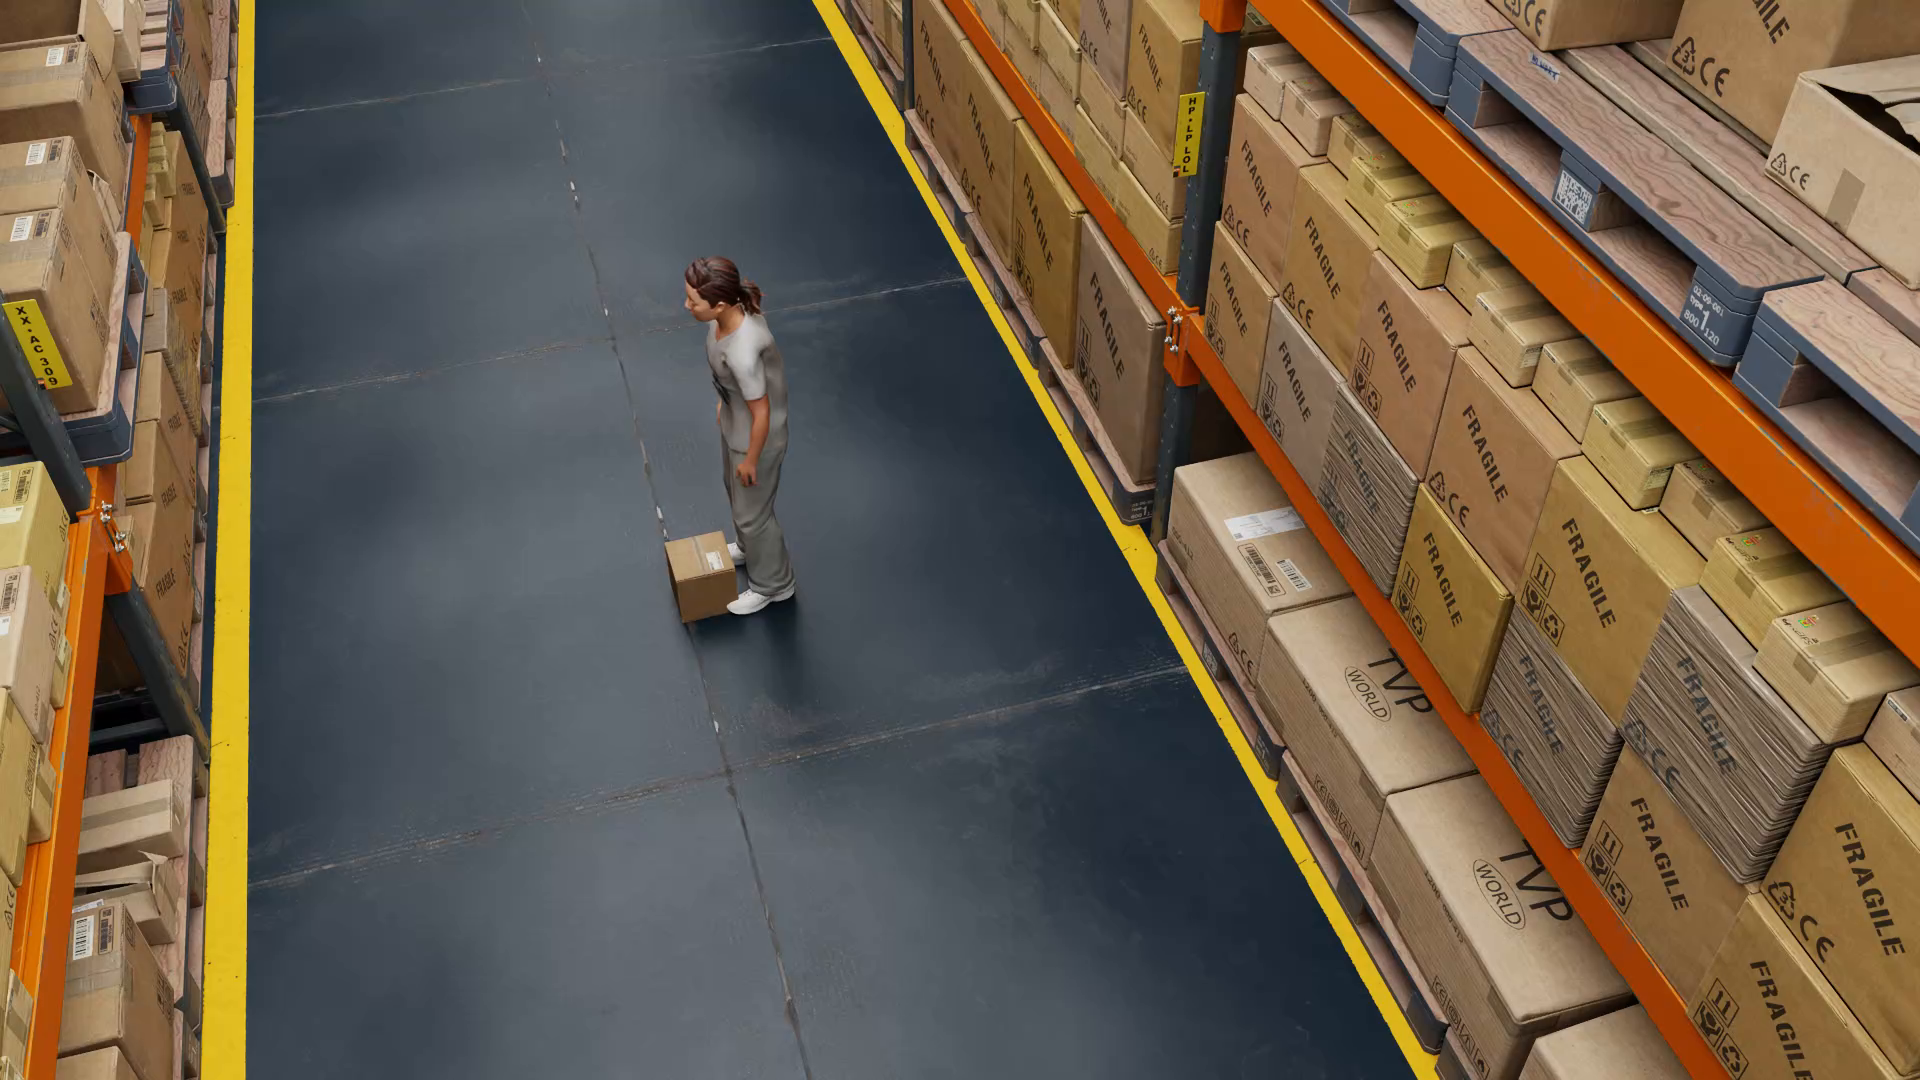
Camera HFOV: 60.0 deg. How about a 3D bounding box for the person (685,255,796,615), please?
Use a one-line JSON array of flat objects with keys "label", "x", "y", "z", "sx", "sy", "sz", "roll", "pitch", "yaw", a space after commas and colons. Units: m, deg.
[{"label": "person", "x": -0.860, "y": -0.426, "z": 6.628, "sx": 0.355, "sy": 1.673, "sz": 0.491, "roll": -12, "pitch": 44, "yaw": -13}]
